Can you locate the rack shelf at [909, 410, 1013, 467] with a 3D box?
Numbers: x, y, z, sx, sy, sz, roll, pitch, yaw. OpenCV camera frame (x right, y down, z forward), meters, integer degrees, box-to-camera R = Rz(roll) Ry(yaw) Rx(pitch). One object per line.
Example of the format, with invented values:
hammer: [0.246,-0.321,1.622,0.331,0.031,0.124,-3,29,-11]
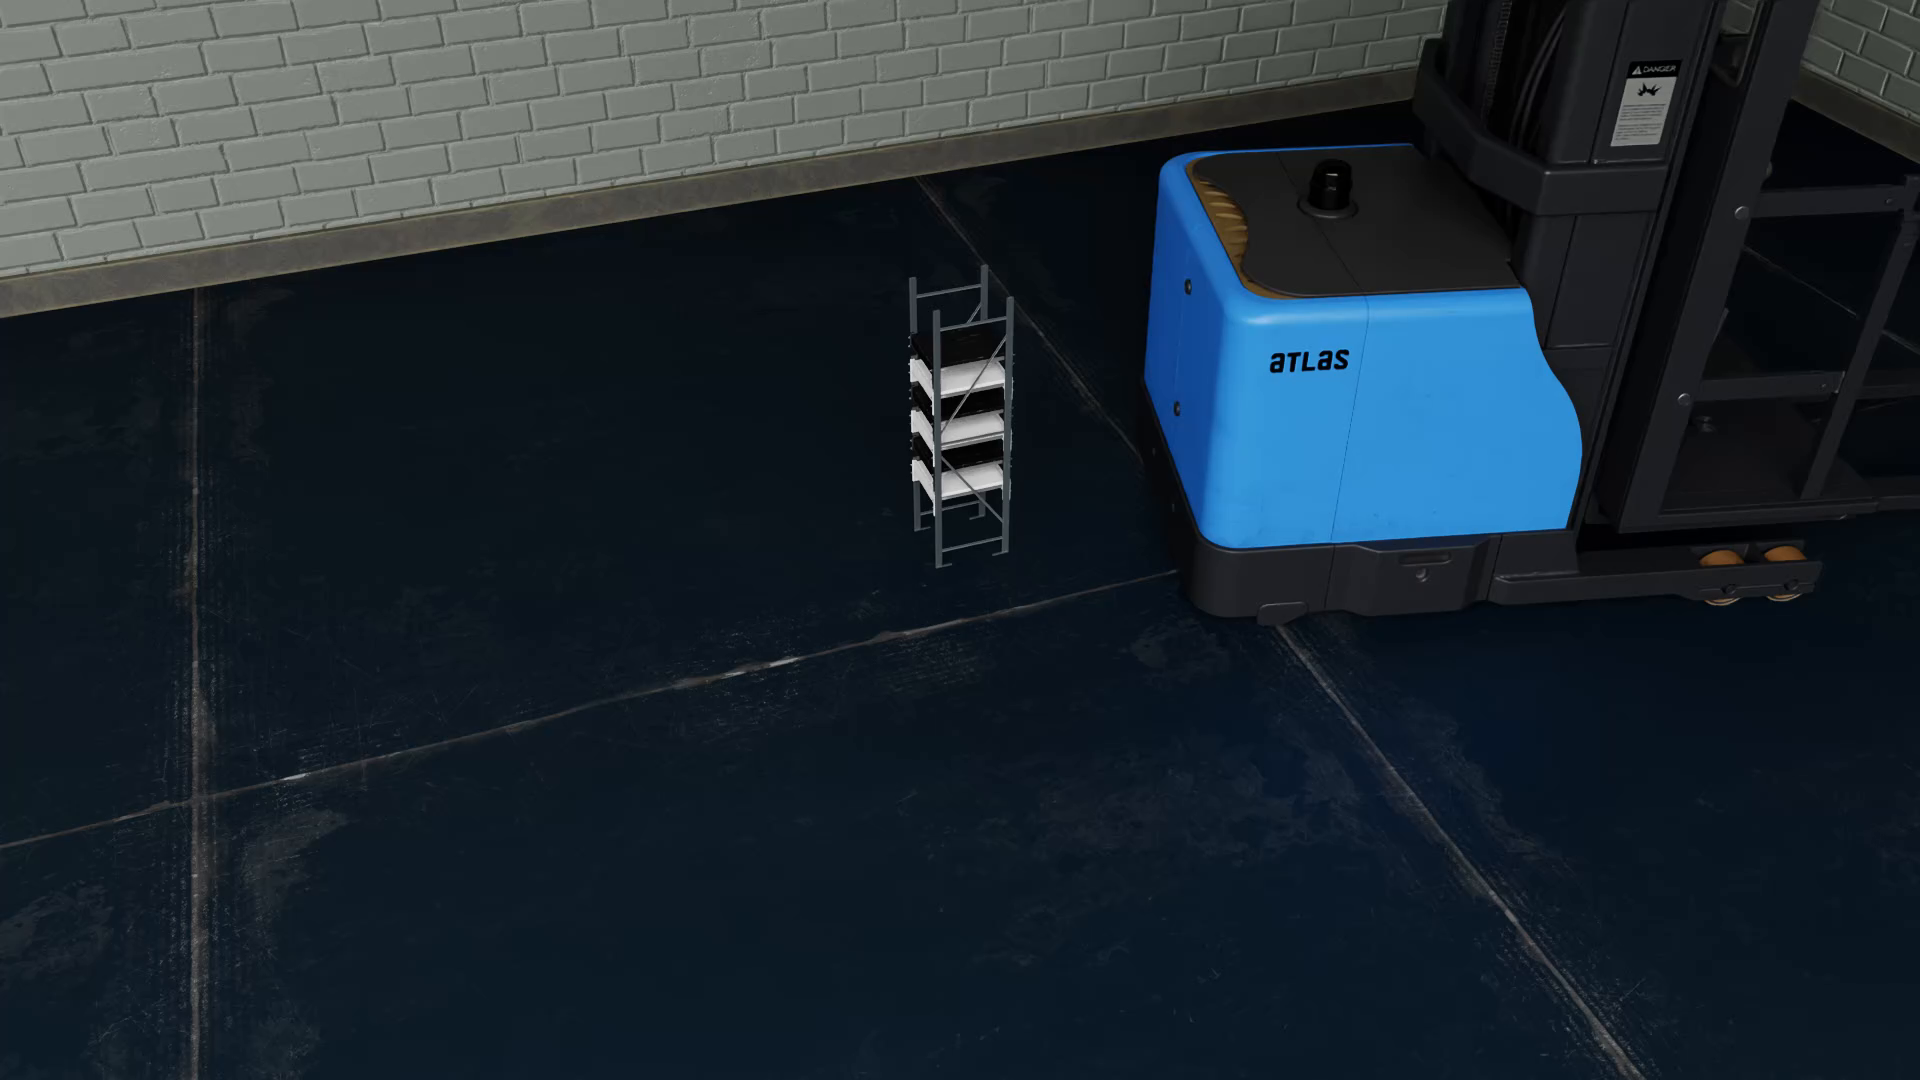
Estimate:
rack shelf: [0.003,-0.328,4.993,0.258,0.077,0.200,-12,39,-16]

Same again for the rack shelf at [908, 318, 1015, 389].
rack shelf: [0.003,-0.544,4.831,0.258,0.077,0.200,-12,39,-16]

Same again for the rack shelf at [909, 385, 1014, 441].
rack shelf: [0.003,-0.400,4.939,0.258,0.077,0.200,-12,39,-16]

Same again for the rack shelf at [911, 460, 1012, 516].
rack shelf: [0.003,-0.184,5.102,0.258,0.077,0.200,-12,39,-16]

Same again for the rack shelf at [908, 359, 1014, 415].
rack shelf: [0.003,-0.472,4.885,0.258,0.077,0.200,-12,39,-16]

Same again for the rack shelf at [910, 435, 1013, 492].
rack shelf: [0.003,-0.256,5.047,0.258,0.077,0.200,-12,39,-16]

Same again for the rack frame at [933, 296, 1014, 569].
rack frame: [0.038,-0.297,4.897,0.240,0.900,0.006,-12,39,-16]

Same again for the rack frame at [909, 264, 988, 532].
rack frame: [-0.032,-0.412,5.049,0.240,0.900,0.006,-12,39,-16]

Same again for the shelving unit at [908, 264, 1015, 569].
shelving unit: [0.003,-0.355,4.973,0.258,0.900,0.210,-12,39,-16]

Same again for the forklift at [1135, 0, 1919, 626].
forklift: [2.138,-1.289,4.525,3.031,2.935,1.130,-4,37,-5]
